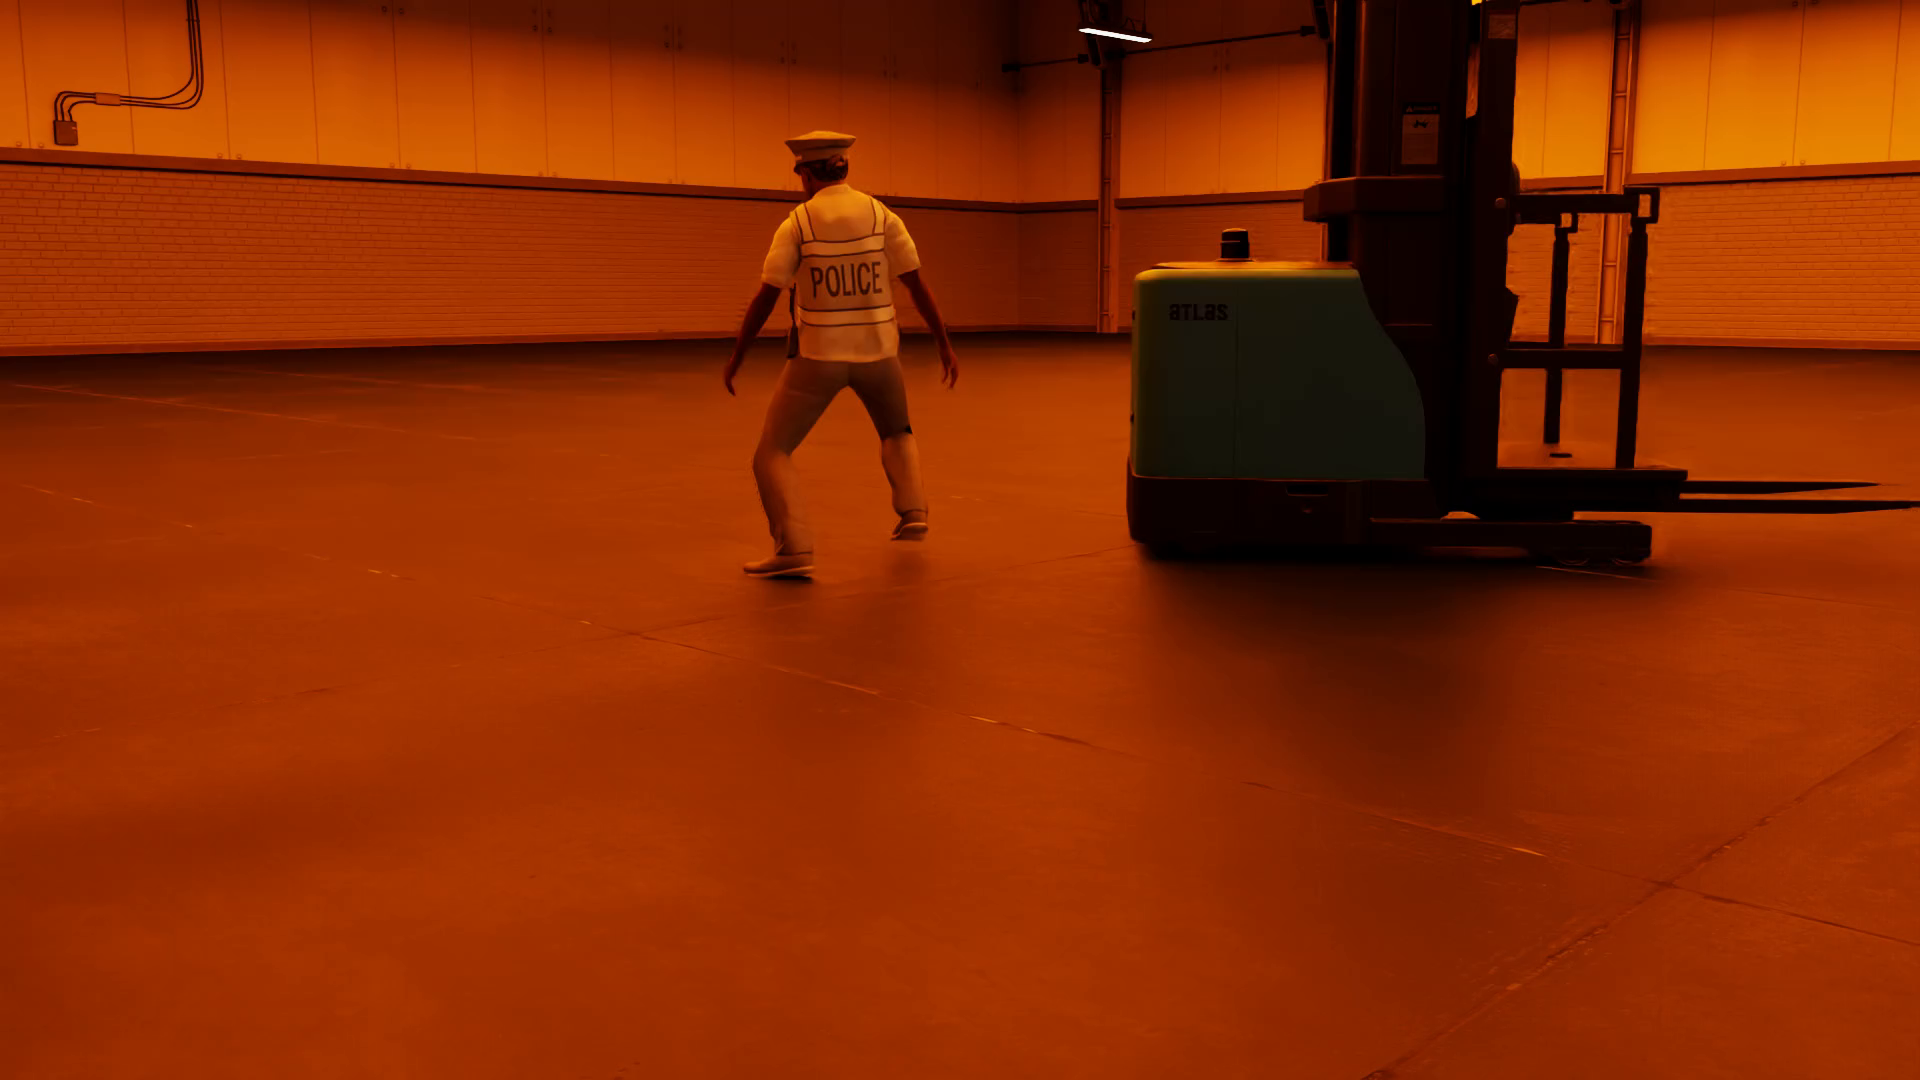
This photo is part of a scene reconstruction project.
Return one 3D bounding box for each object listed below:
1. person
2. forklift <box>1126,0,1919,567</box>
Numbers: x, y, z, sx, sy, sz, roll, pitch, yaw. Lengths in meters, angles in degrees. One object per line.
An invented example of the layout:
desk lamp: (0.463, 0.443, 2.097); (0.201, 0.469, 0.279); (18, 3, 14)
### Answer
person: (-0.421, -0.668, 5.989); (0.835, 1.569, 0.539); (-2, 9, -14)
forklift: (2.192, -1.433, 6.390); (3.031, 2.935, 1.130); (1, 9, 4)
